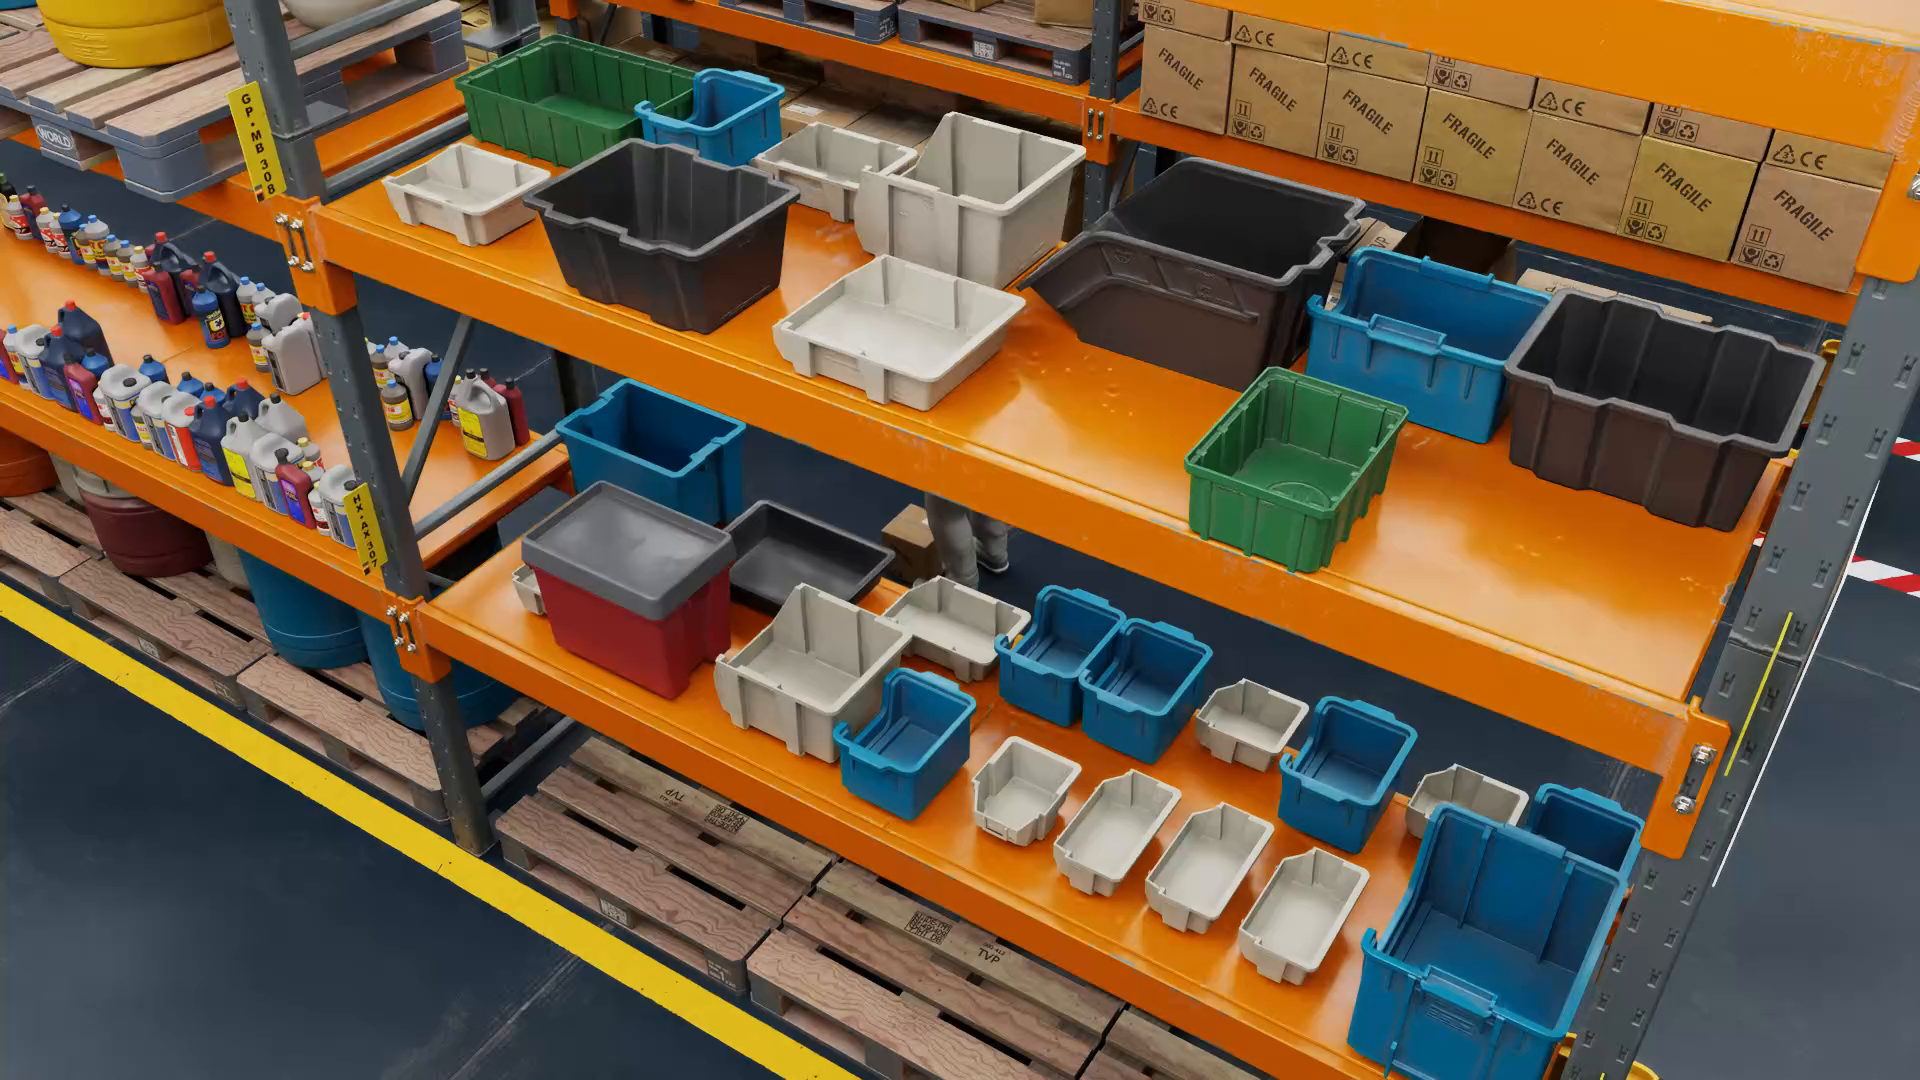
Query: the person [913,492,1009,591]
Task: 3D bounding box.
[{"bbox_3d":[0.041,-0.471,7.273,0.437,1.747,0.600,19,42,22],"label":"person"}]
